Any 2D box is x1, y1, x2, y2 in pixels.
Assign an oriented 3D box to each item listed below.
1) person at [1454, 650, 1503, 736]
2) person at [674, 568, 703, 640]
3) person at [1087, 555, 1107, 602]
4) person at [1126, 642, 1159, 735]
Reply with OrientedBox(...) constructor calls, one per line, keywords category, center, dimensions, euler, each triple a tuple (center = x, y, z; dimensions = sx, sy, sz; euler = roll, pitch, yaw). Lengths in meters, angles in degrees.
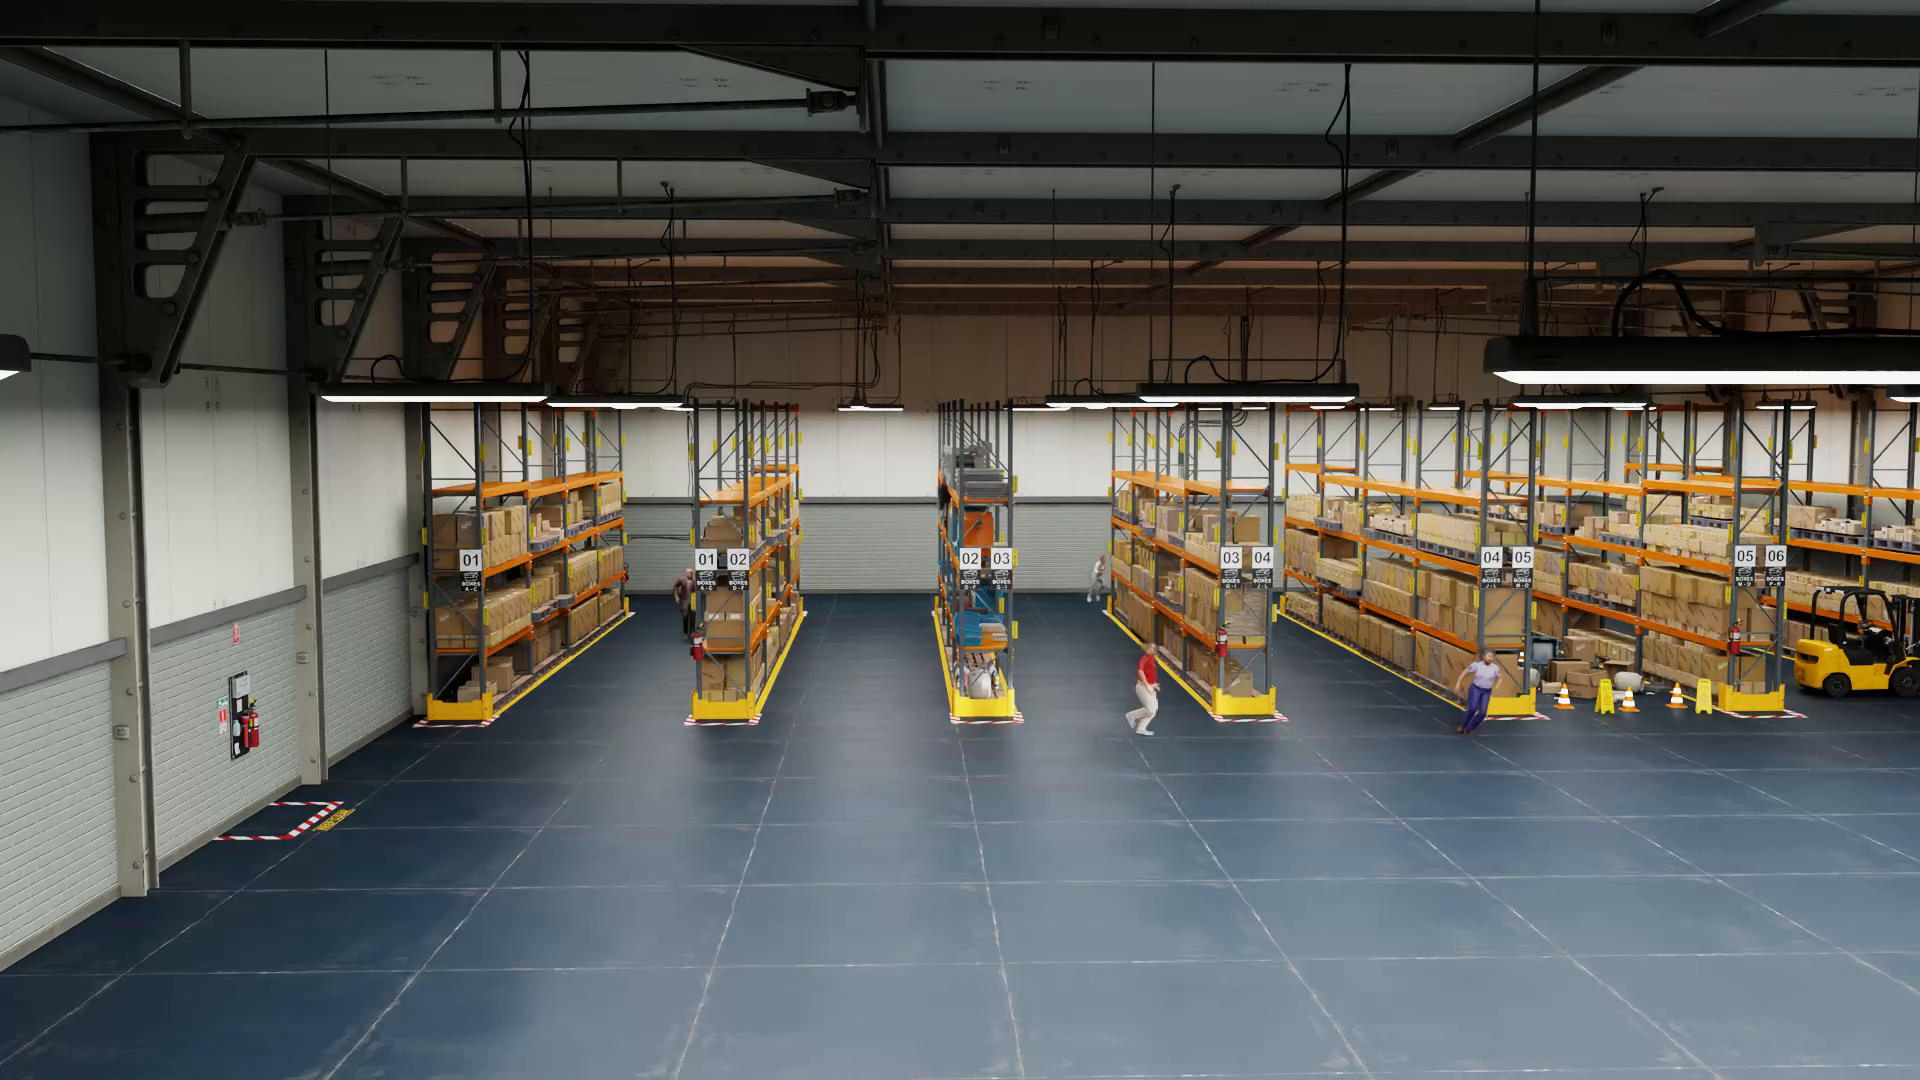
OrientedBox(category="person", center=(9.247, 2.734, 29.522), dimensions=(0.808, 1.577, 0.590), euler=(-1, 4, -10))
OrientedBox(category="person", center=(-6.904, 1.648, 42.293), dimensions=(0.734, 1.862, 0.821), euler=(-1, 4, -9))
OrientedBox(category="person", center=(4.205, 1.173, 50.405), dimensions=(0.583, 1.442, 0.880), euler=(-3, 6, -38))
OrientedBox(category="person", center=(3.247, 2.647, 29.654), dimensions=(0.572, 1.667, 0.660), euler=(2, 5, 20))
